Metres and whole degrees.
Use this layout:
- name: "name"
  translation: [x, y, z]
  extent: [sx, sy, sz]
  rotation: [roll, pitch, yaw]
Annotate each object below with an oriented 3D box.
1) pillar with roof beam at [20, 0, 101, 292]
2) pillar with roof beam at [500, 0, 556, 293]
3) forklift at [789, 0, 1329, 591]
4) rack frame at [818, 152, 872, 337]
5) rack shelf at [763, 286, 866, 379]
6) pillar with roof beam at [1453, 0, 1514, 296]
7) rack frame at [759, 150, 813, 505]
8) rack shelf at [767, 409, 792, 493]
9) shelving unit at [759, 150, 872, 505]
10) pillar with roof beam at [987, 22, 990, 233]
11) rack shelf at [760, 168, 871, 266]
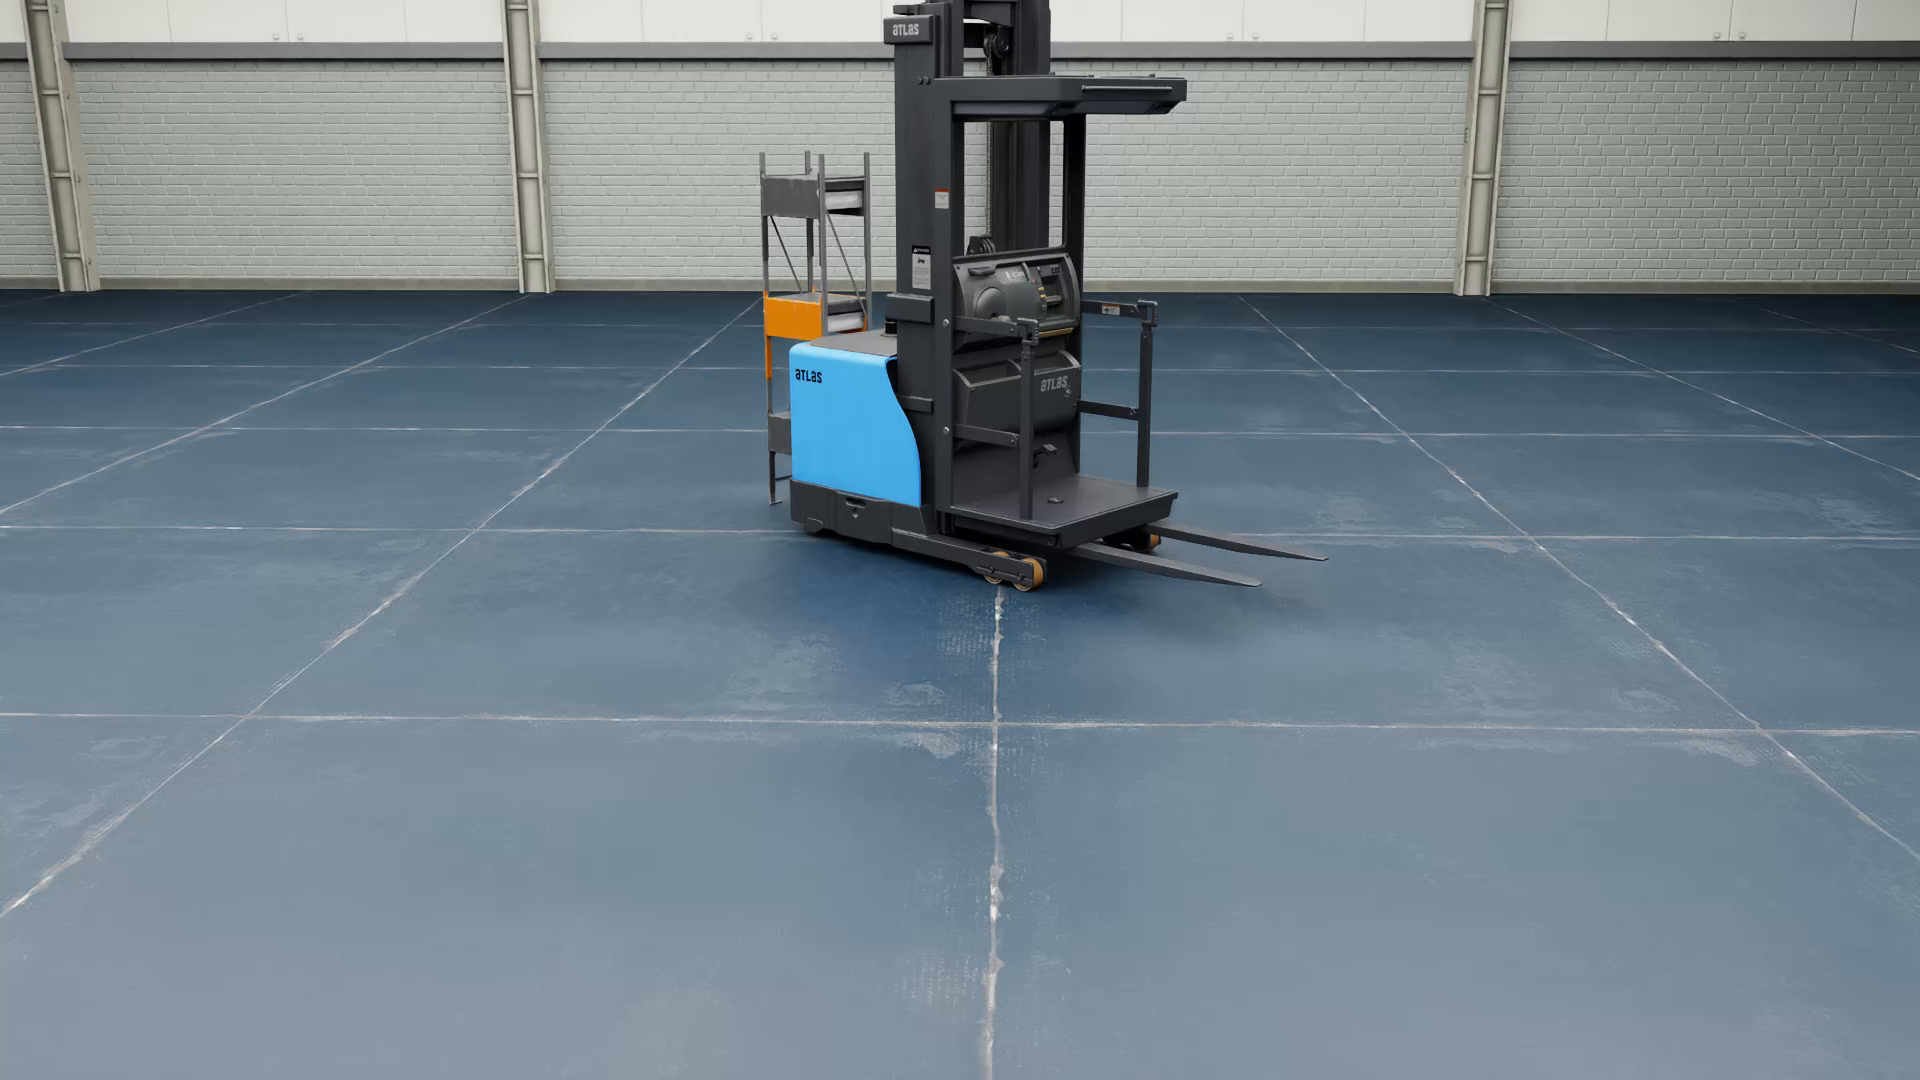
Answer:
- name: "pillar with roof beam"
  translation: [-11.574, -6.511, 16.379]
  extent: [0.400, 9.000, 9.100]
  rotation: [0, 15, 1]
- name: "pillar with roof beam"
  translation: [-5.576, -6.472, 16.231]
  extent: [0.400, 9.000, 9.100]
  rotation: [0, 15, 1]
- name: "forklift"
  translation: [0.463, -1.311, 8.563]
  extent: [3.031, 2.935, 1.130]
  rotation: [13, 20, 40]
- name: "rack frame"
  translation: [-0.658, -1.187, 9.724]
  extent: [0.015, 2.100, 0.400]
  rotation: [12, 19, 39]
- name: "rack shelf"
  translation: [-0.843, -1.215, 9.881]
  extent: [0.480, 0.518, 0.431]
  rotation: [12, 19, 39]
- name: "pillar with roof beam"
  translation: [6.420, -6.394, 15.935]
  extent: [0.400, 9.000, 9.100]
  rotation: [0, 15, 1]
- name: "rack frame"
  translation: [-1.027, -1.269, 10.032]
  extent: [0.015, 2.100, 0.400]
  rotation: [12, 19, 39]
- name: "rack shelf"
  translation: [-0.843, -0.538, 10.060]
  extent: [0.480, 0.518, 0.431]
  rotation: [12, 19, 39]
- name: "shelving unit"
  translation: [-0.843, -1.228, 9.878]
  extent: [0.503, 2.100, 0.431]
  rotation: [12, 19, 39]
- name: "pillar with roof beam"
  translation: [0.422, -6.433, 16.083]
  extent: [0.400, 9.000, 9.100]
  rotation: [0, 15, 1]
- name: "rack shelf"
  translation: [-0.843, -1.892, 9.703]
  extent: [0.480, 0.518, 0.431]
  rotation: [12, 19, 39]
